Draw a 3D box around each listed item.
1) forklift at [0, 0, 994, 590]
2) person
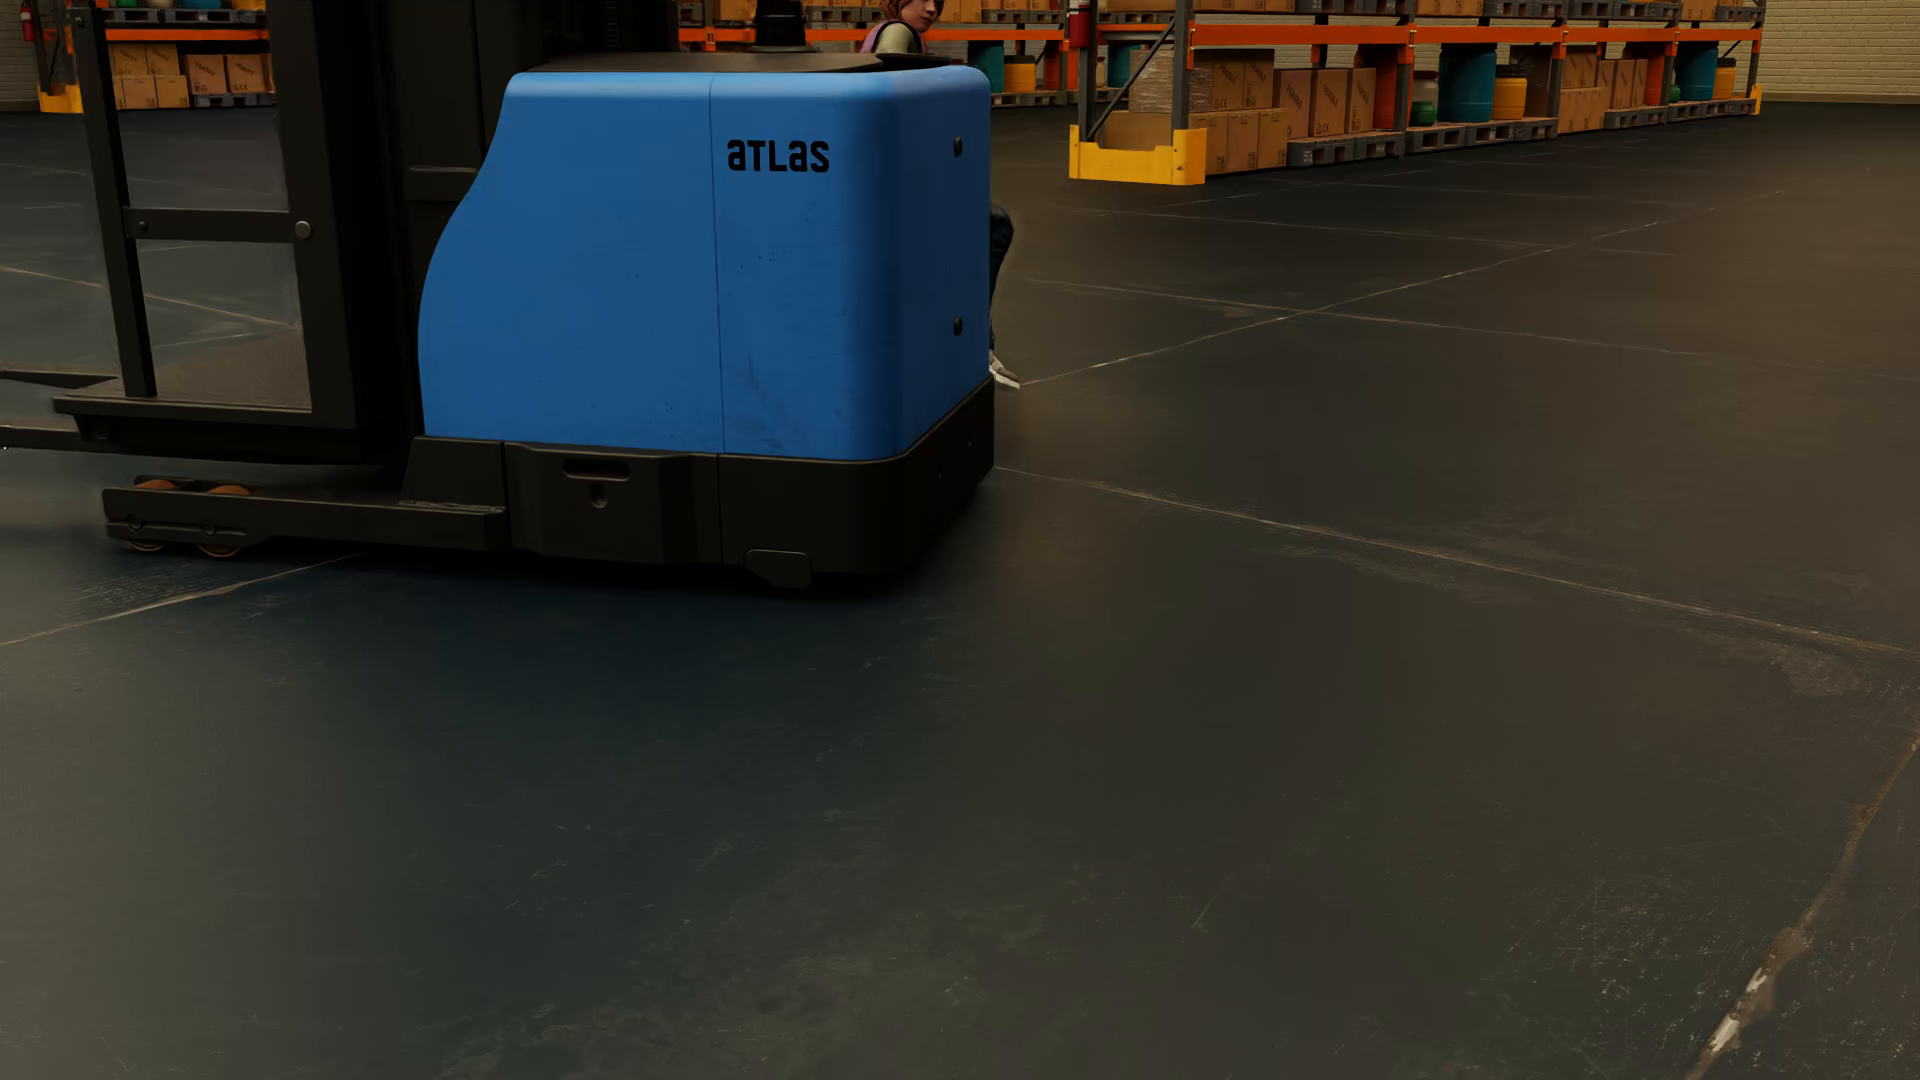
[{"bbox_3d":[-1.485,-1.505,3.855,3.031,2.935,1.130,4,17,13],"label":"forklift"},{"bbox_3d":[-0.105,-1.112,5.286,0.636,1.389,0.649,-10,20,-30],"label":"person"}]
